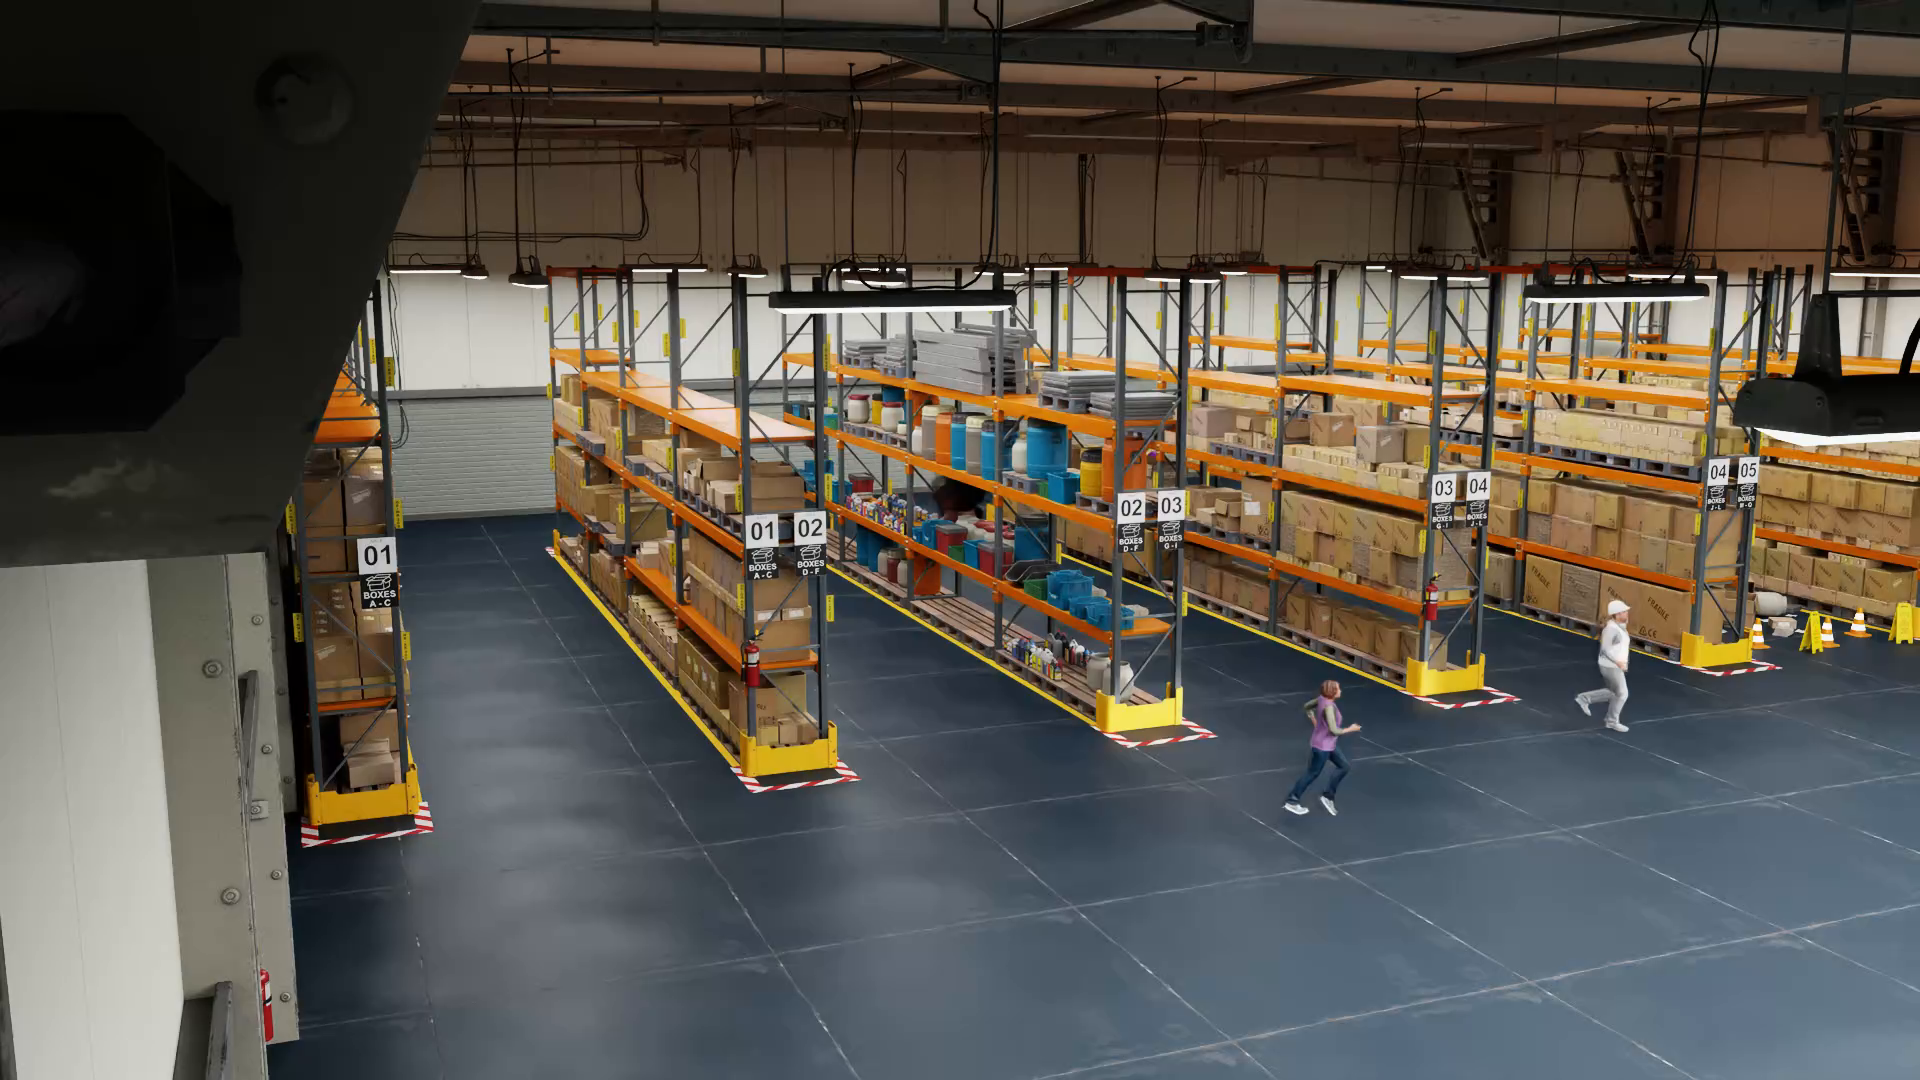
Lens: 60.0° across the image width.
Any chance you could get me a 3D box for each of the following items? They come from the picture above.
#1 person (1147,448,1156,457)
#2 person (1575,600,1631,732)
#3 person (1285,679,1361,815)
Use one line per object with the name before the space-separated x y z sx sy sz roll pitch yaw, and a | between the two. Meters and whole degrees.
person | 4.463 -1.687 41.050 0.897 1.664 0.763 -5 11 -28
person | 8.597 1.657 22.160 0.706 1.766 0.664 5 11 24
person | 4.078 2.330 18.676 0.815 1.596 0.546 2 10 9
